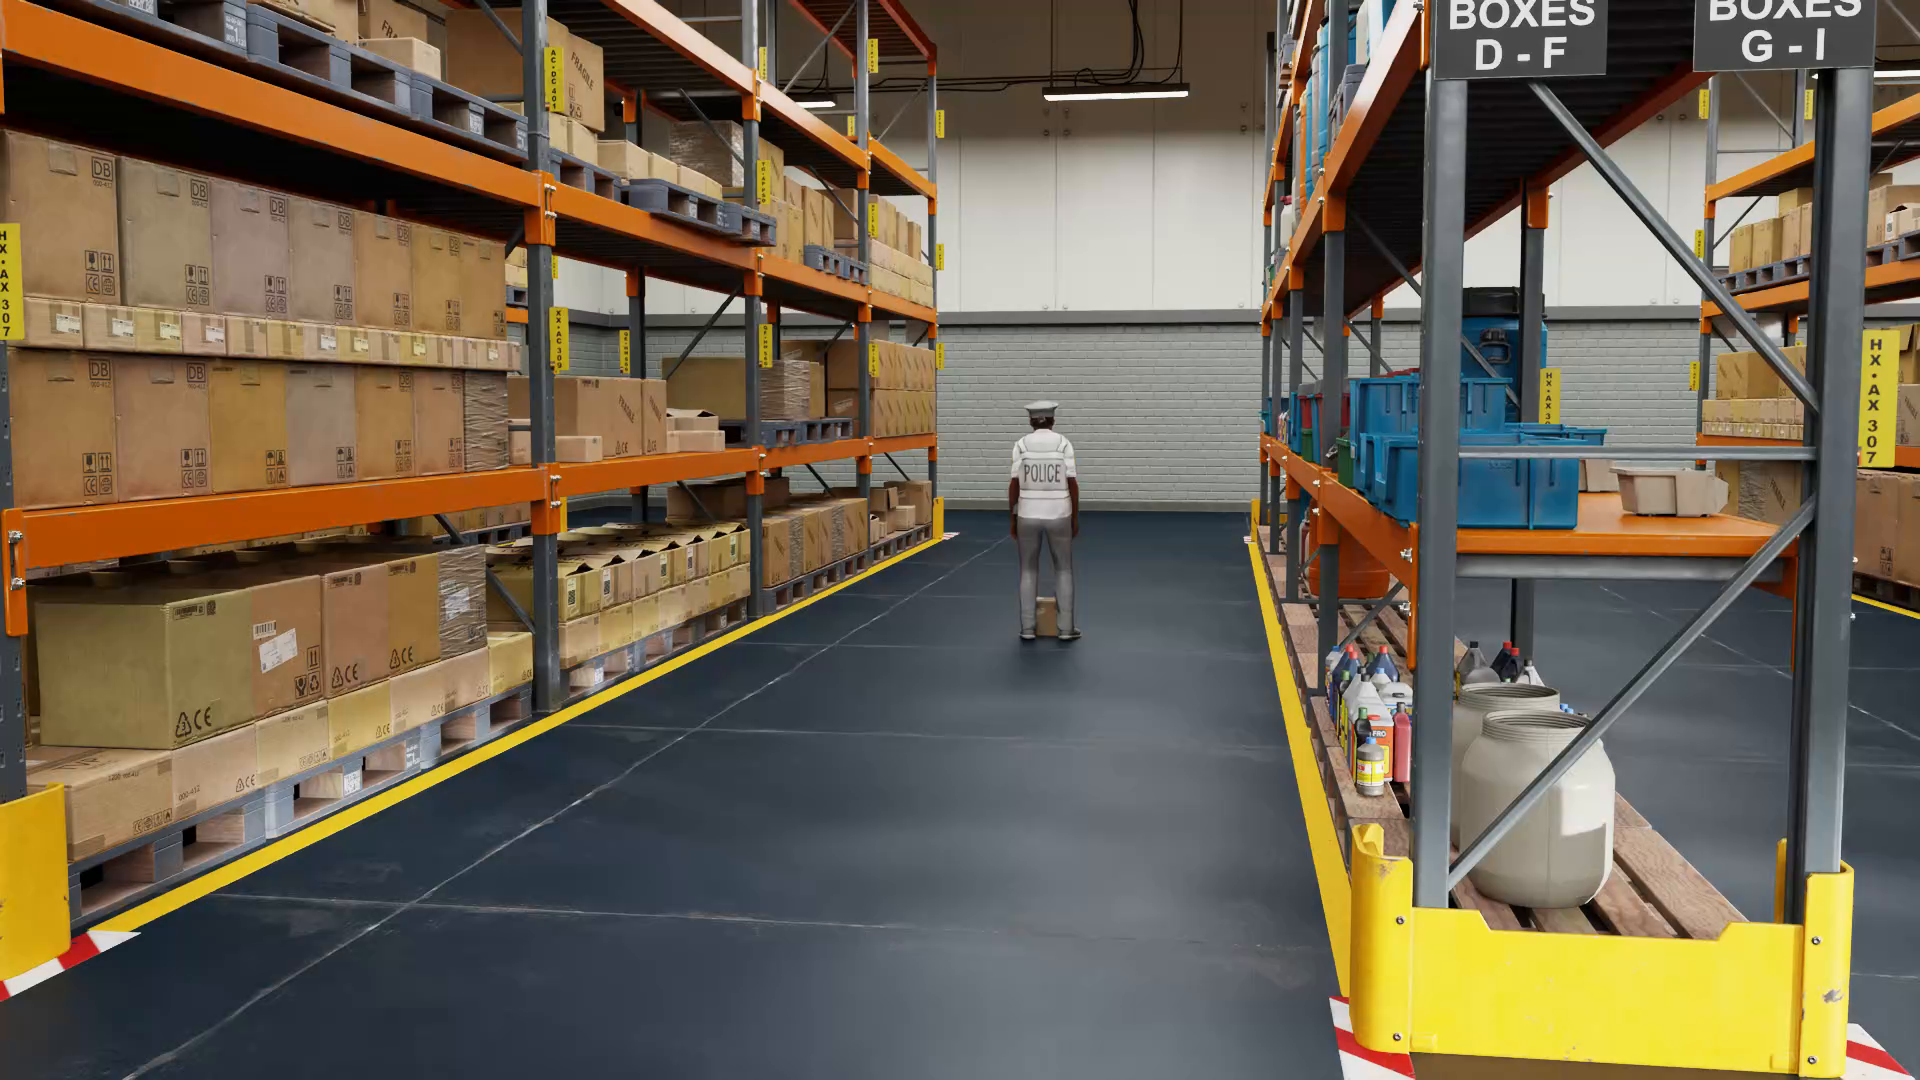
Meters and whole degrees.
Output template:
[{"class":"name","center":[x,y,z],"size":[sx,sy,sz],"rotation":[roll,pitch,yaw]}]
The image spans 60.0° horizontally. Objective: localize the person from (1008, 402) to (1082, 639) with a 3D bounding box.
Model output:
[{"class":"person","center":[0.595,-0.134,11.591],"size":[0.512,1.656,0.394],"rotation":[1,5,6]}]
